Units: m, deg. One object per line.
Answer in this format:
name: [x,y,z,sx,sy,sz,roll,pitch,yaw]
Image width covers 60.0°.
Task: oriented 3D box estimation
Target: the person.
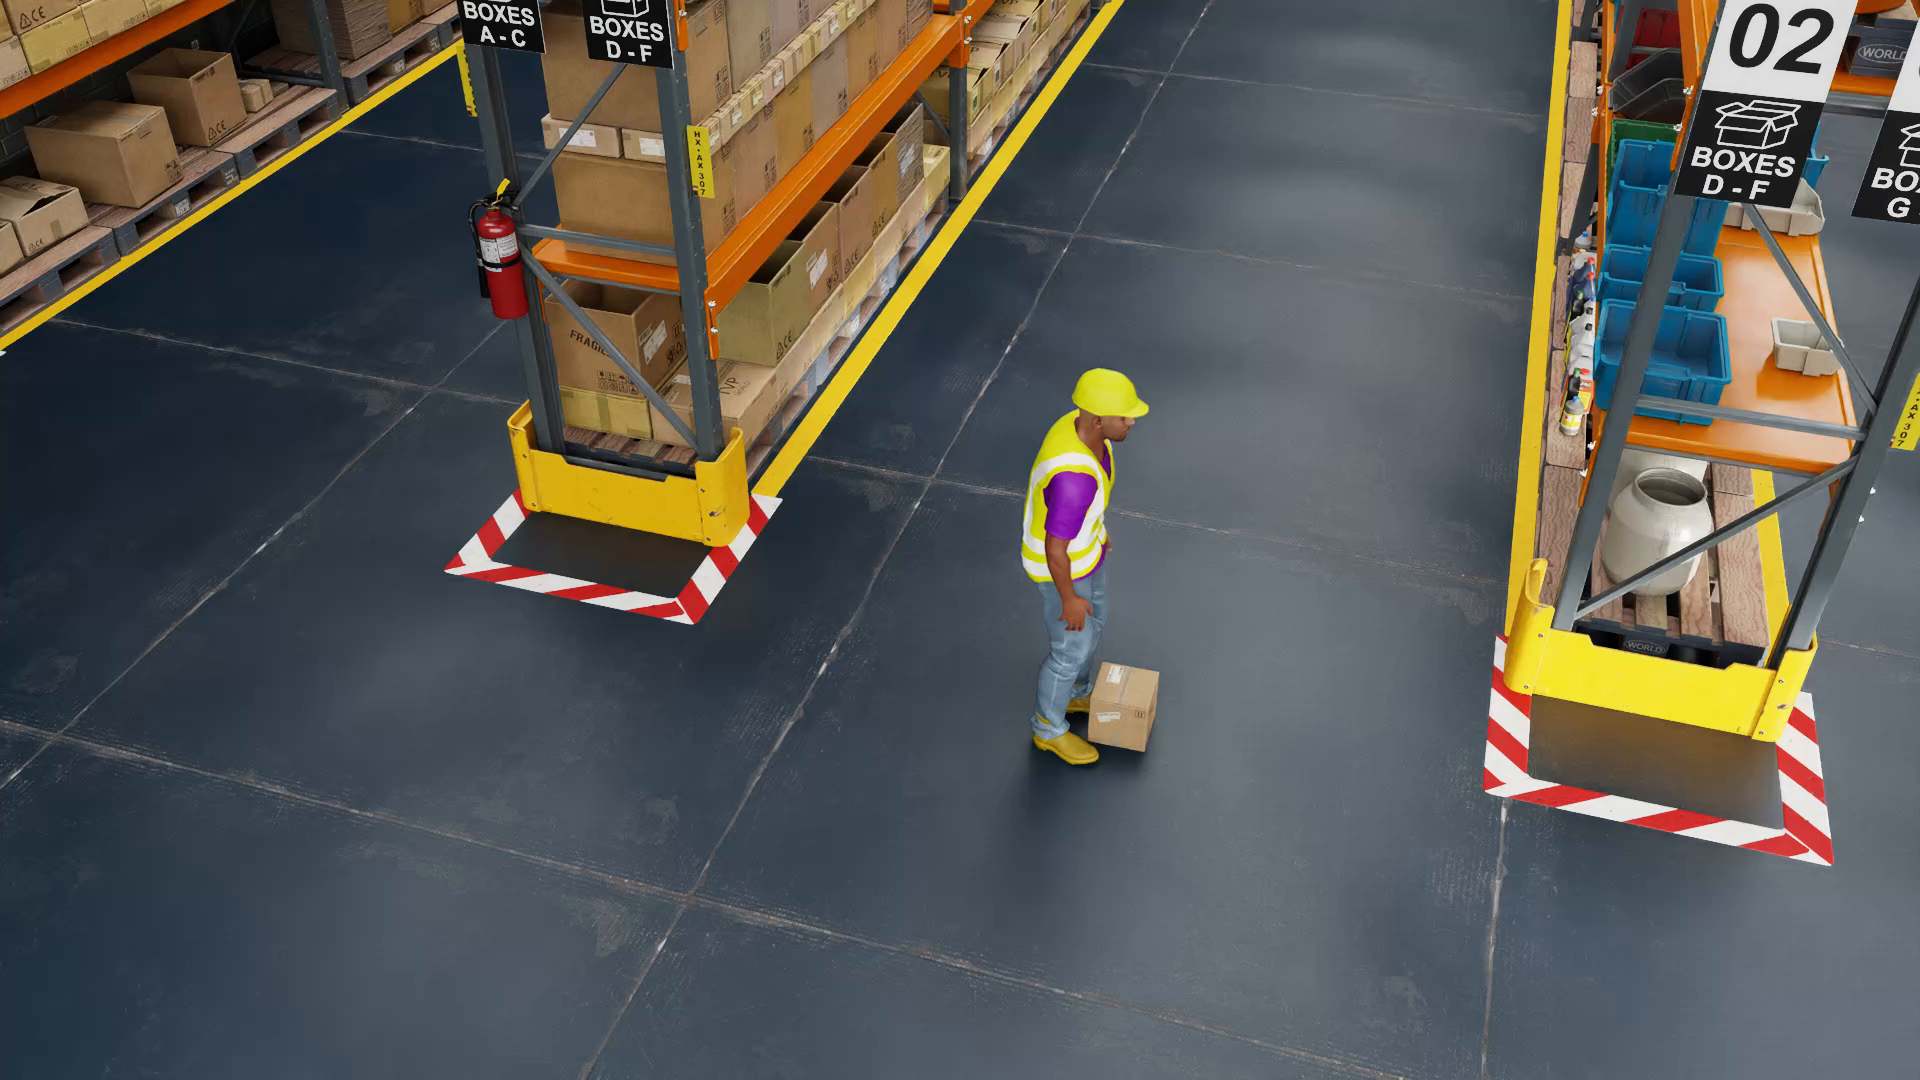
person: [0.488,0.077,6.774,0.457,1.761,0.638,9,38,12]
